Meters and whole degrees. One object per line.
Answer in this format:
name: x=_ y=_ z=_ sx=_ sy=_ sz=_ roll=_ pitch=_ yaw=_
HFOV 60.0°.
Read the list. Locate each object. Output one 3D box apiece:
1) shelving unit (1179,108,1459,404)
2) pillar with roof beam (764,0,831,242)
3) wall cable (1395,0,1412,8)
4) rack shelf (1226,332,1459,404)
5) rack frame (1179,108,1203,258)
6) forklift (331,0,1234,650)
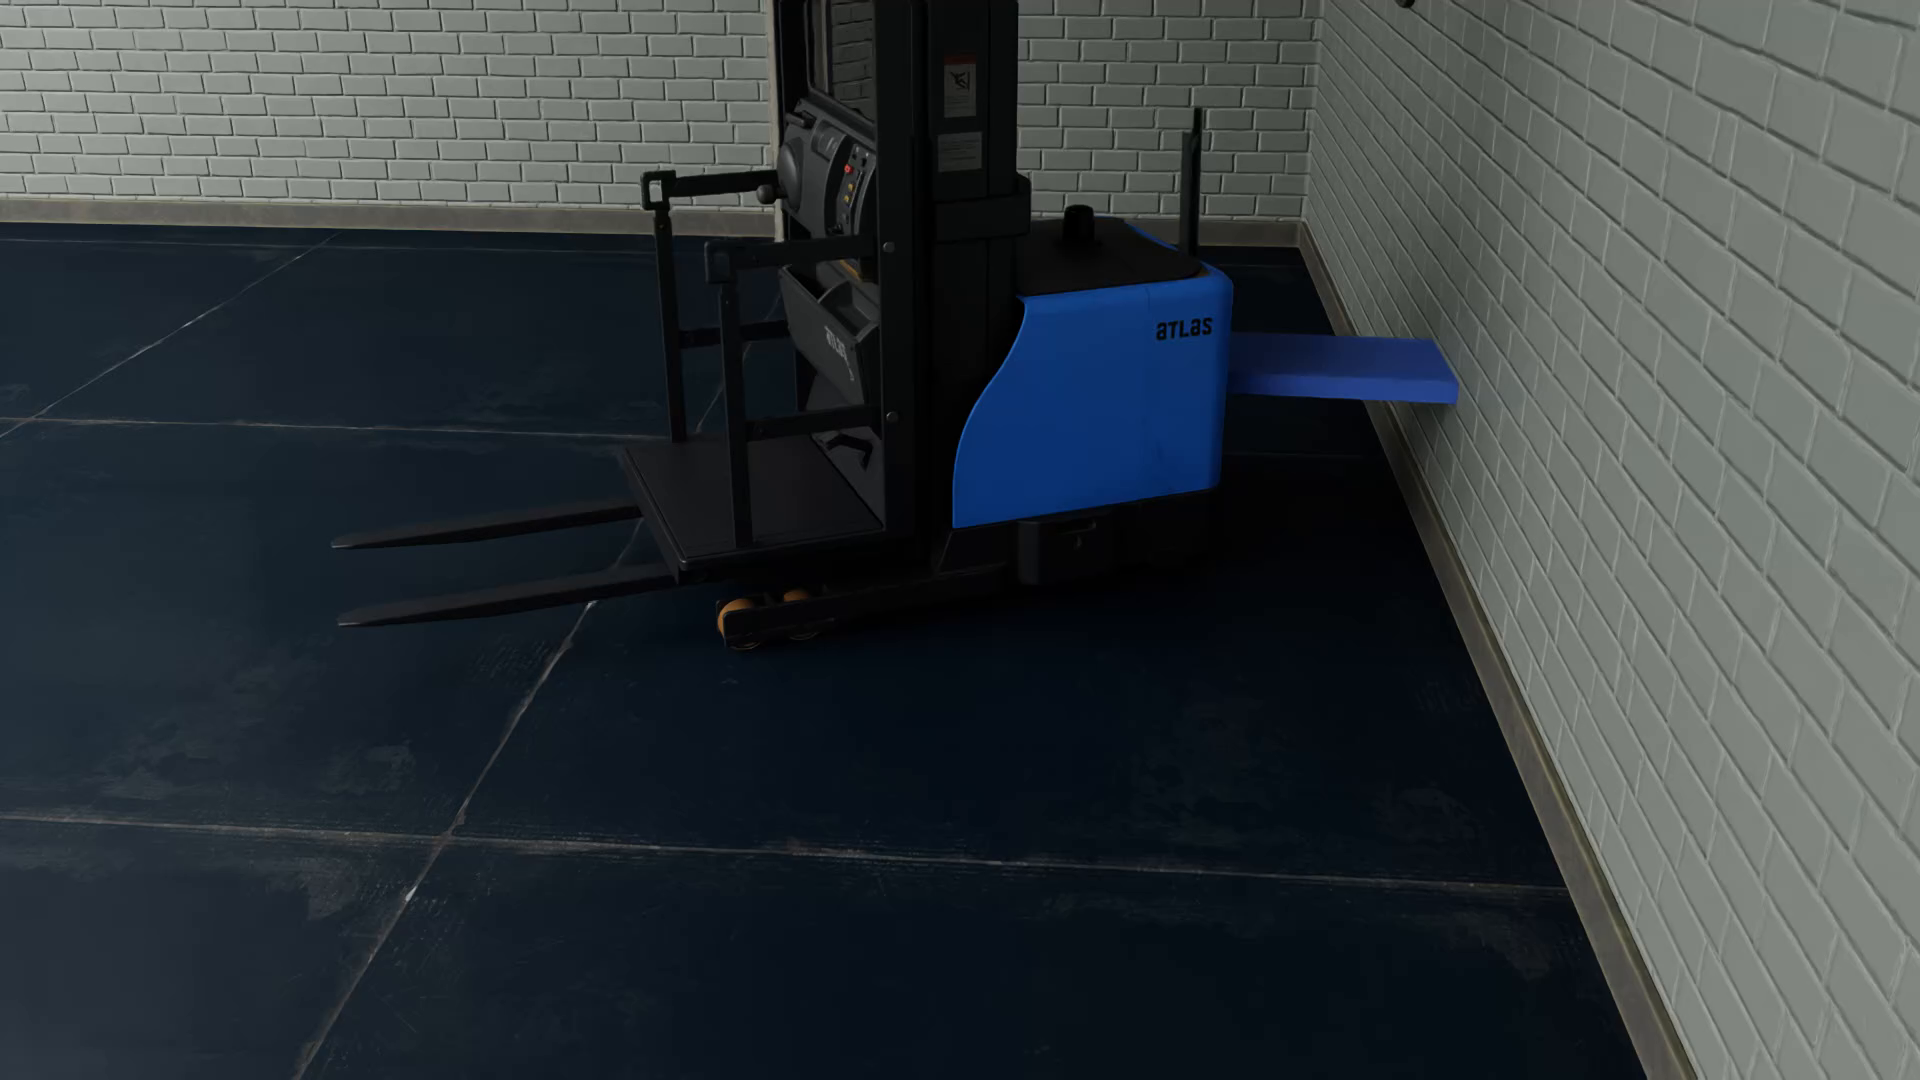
shelving unit: x=1.342 y=-0.775 z=6.111 sx=1.048 sy=1.500 sz=0.538 roll=4 pitch=25 yaw=12
pillar with roof beam: x=-1.240 y=-4.120 z=4.439 sx=0.400 sy=9.000 sz=9.100 roll=2 pitch=25 yaw=4
wall cable: x=1.926 y=-3.858 z=7.584 sx=0.112 sy=2.526 sz=3.097 roll=2 pitch=25 yaw=4
rack shelf: x=1.346 y=-0.611 z=6.184 sx=1.000 sy=0.185 sz=0.538 roll=4 pitch=25 yaw=12
rack frame: x=0.845 y=-0.808 z=6.213 sx=0.032 sy=1.500 sz=0.500 roll=4 pitch=25 yaw=12
forklift: x=-0.625 y=-1.219 z=5.392 sx=3.031 sy=2.935 sz=1.130 roll=-9 pitch=26 yaw=-19
